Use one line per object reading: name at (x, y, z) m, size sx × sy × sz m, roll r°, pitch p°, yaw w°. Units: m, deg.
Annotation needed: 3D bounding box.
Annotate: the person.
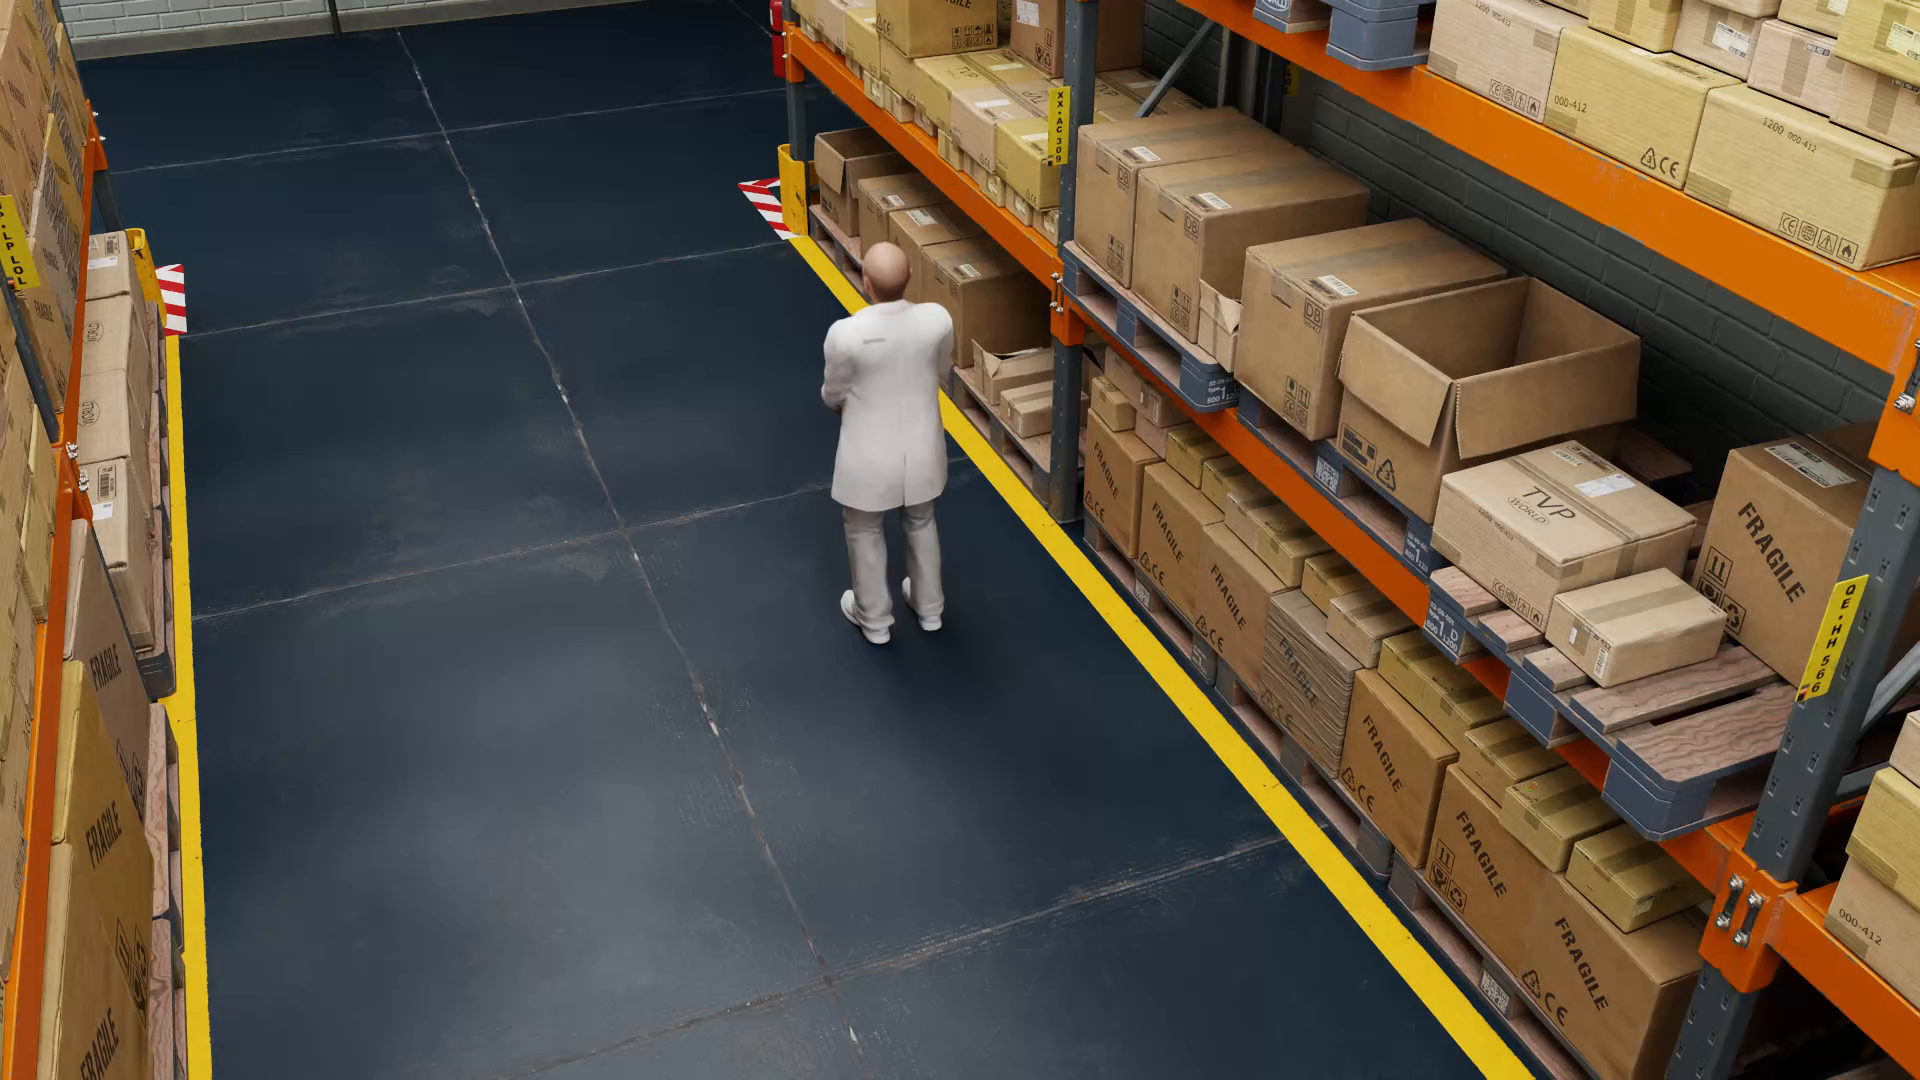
person at (-0.324, -0.441, 6.829) m, size 0.537 × 1.777 × 0.548 m, roll -13°, pitch 35°, yaw -19°
